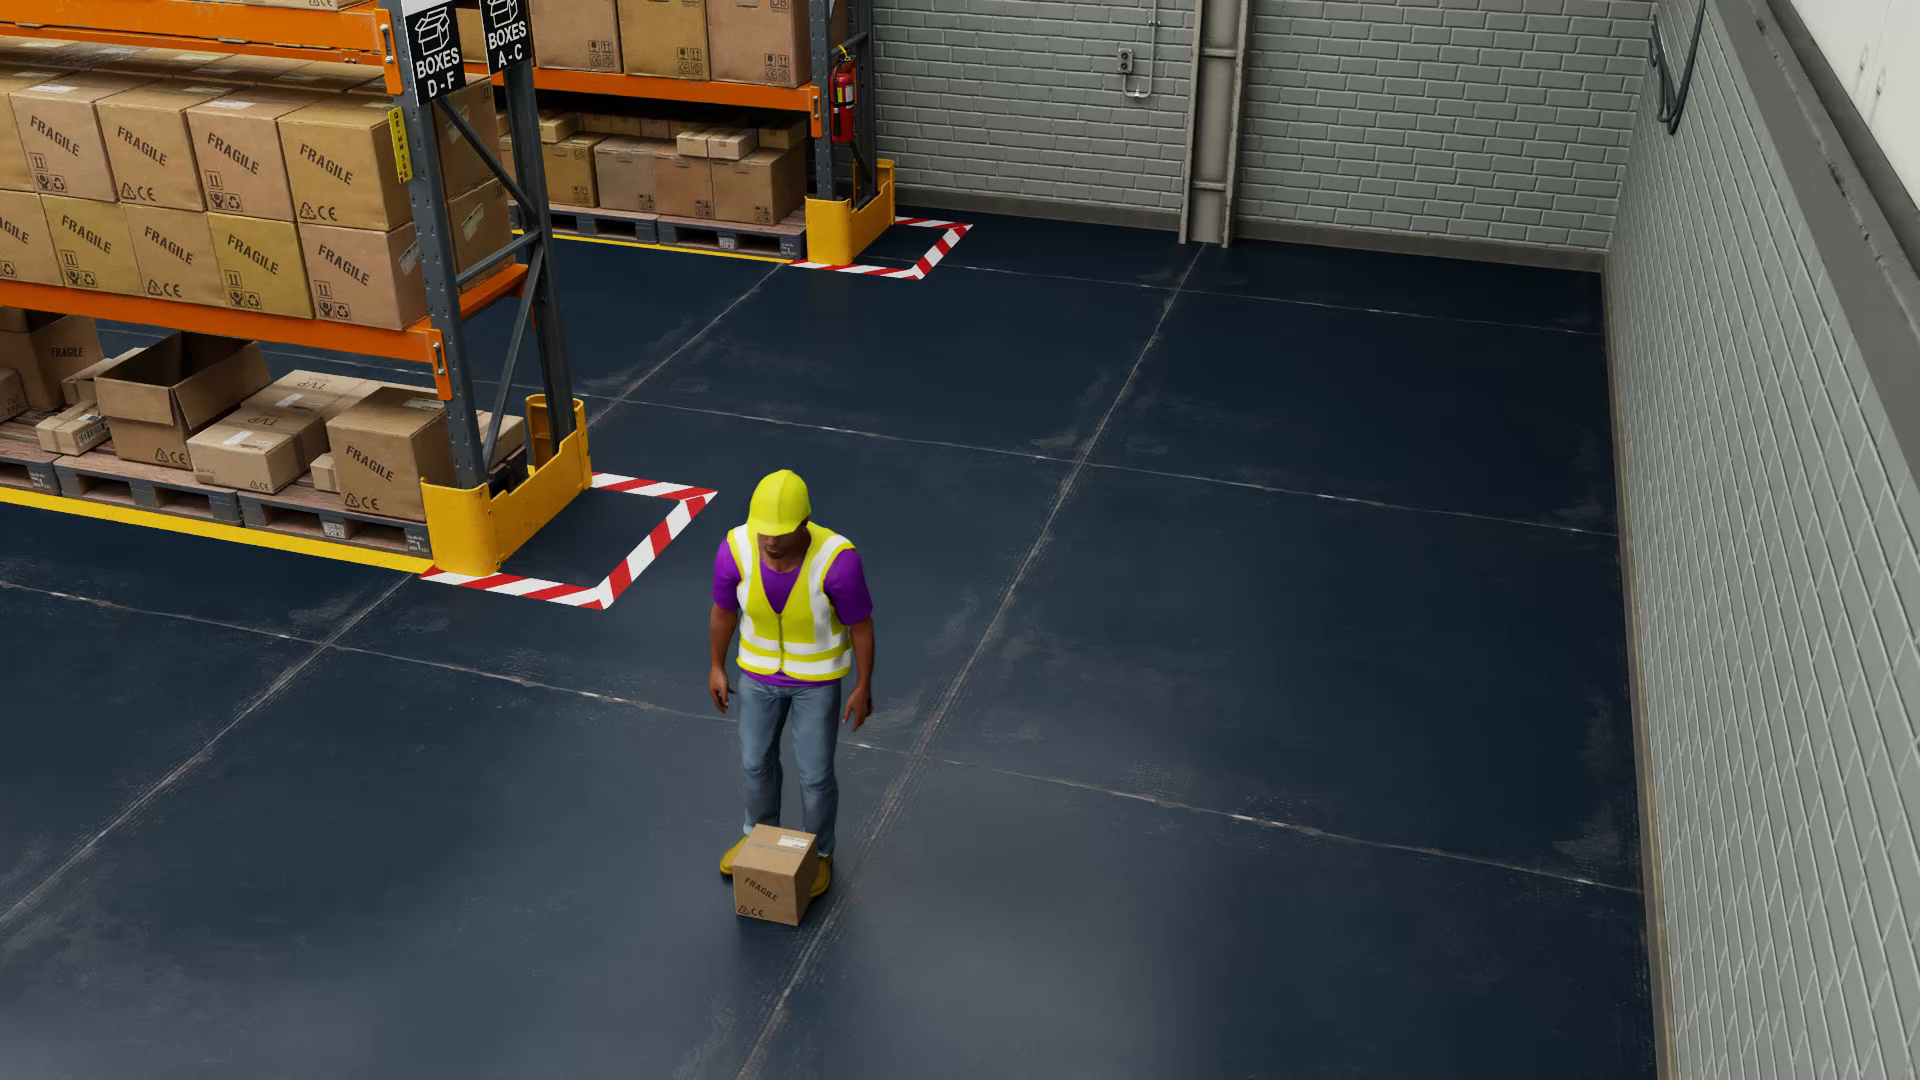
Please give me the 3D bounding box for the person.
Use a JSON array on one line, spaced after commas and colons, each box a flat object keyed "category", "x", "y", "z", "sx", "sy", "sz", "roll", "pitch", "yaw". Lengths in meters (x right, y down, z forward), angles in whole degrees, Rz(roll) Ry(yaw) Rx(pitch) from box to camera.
[{"category": "person", "x": -0.631, "y": 0.513, "z": 6.184, "sx": 0.634, "sy": 1.759, "sz": 0.460, "roll": 7, "pitch": 30, "yaw": 12}]
